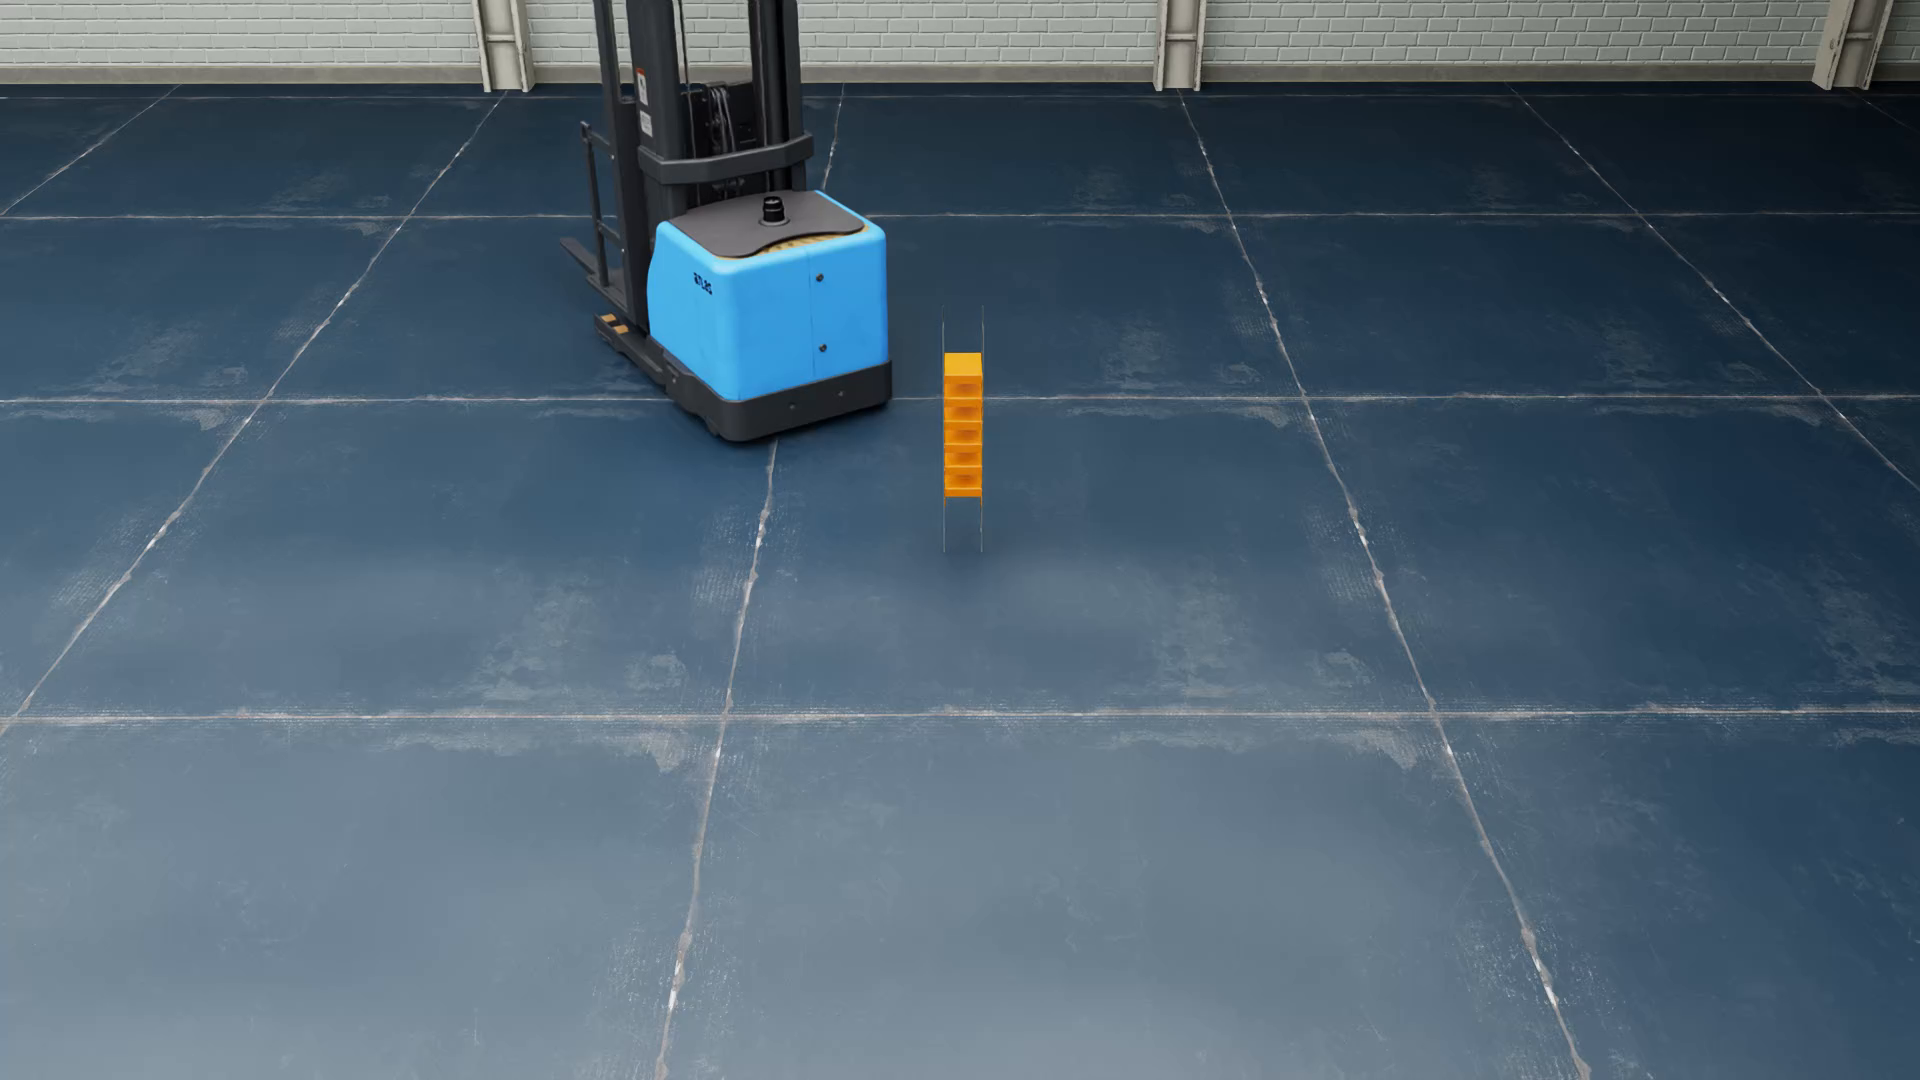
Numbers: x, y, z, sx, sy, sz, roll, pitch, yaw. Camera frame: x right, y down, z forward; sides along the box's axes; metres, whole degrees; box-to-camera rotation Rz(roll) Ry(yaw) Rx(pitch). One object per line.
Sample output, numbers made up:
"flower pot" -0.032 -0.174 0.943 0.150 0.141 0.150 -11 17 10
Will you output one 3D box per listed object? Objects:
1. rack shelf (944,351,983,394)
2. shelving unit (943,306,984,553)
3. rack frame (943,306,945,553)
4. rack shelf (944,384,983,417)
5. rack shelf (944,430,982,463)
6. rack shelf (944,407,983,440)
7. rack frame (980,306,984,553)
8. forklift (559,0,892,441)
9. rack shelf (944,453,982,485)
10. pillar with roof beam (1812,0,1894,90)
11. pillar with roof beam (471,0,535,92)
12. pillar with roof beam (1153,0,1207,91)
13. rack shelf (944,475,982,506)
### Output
"rack shelf" 0.014 -0.783 7.775 0.180 0.103 0.258 0 31 0
"shelving unit" 0.014 -0.513 7.939 0.189 1.200 0.258 0 31 0
"rack frame" -0.077 -0.513 7.938 0.006 1.200 0.240 0 31 0
"rack shelf" 0.014 -0.680 7.837 0.180 0.103 0.258 0 31 0
"rack shelf" 0.014 -0.475 7.962 0.180 0.103 0.258 0 31 0
"rack shelf" 0.014 -0.578 7.900 0.180 0.103 0.258 0 31 0
"rack frame" 0.106 -0.513 7.939 0.006 1.200 0.240 0 31 0
"forklift" -1.597 -2.512 9.565 1.130 2.935 3.031 -18 36 -27
"rack shelf" 0.014 -0.372 8.024 0.180 0.103 0.258 0 31 0
"pillar with roof beam" 7.977 -5.732 9.021 0.400 9.000 9.100 0 31 0
"pillar with roof beam" -4.023 -5.694 8.960 0.400 9.000 9.100 0 31 0
"pillar with roof beam" 1.977 -5.713 8.990 0.400 9.000 9.100 0 31 0
"rack shelf" 0.014 -0.270 8.086 0.180 0.103 0.258 0 31 0
